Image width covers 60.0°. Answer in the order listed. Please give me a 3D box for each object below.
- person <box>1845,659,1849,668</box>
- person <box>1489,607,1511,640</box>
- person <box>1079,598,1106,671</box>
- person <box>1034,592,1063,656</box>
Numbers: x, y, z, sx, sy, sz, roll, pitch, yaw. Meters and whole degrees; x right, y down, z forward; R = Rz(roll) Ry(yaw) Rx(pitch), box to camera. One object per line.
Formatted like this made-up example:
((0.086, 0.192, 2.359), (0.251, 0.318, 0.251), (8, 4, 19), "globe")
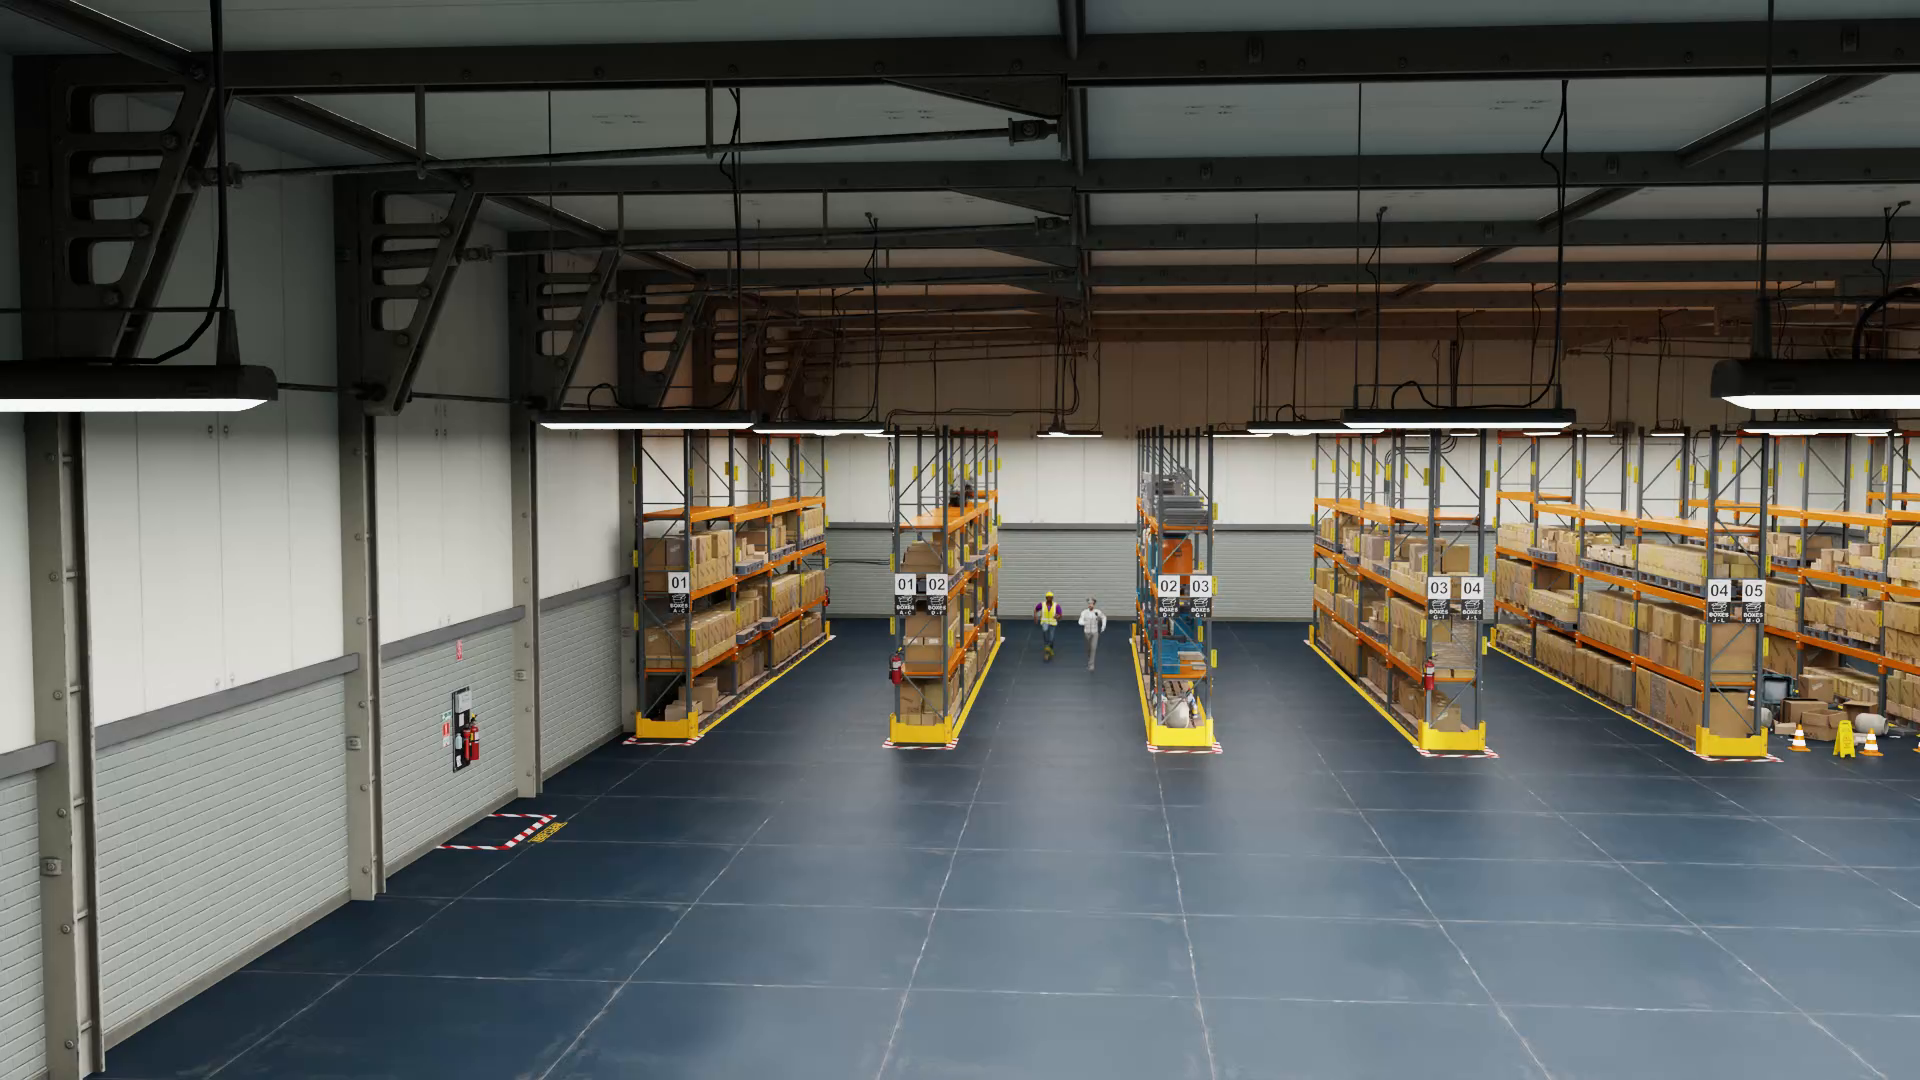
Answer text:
((21.442, 2.507, 40.353), (0.538, 1.568, 0.736), (0, 3, 3), "person")
((15.540, 2.084, 47.449), (0.789, 1.636, 0.713), (1, 3, 12), "person")
((3.099, 2.233, 39.221), (0.625, 1.733, 0.927), (1, 4, 13), "person")
((2.314, 2.206, 43.314), (0.724, 1.705, 1.061), (0, 3, -2), "person")
